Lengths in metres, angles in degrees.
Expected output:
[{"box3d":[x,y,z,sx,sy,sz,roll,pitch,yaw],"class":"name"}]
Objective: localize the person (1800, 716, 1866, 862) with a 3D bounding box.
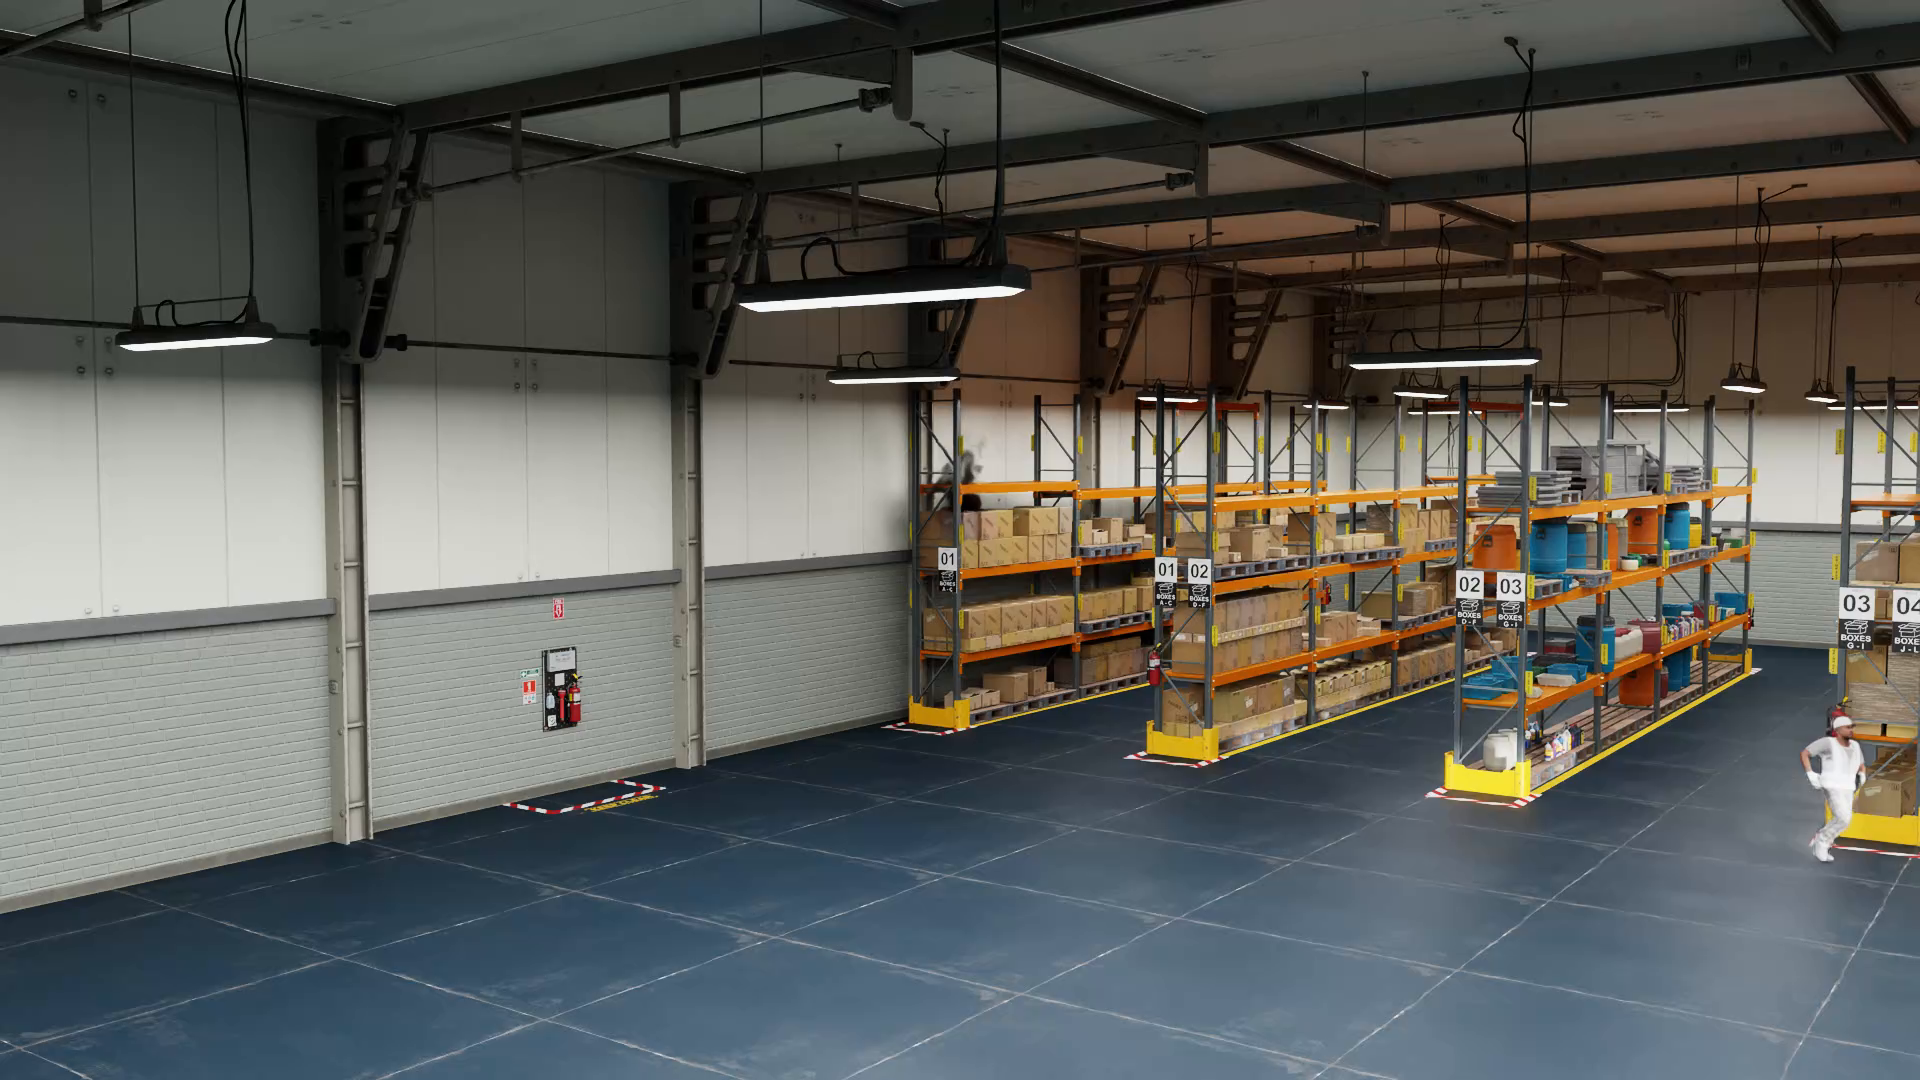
[{"box3d":[10.568,2.991,19.969,0.714,1.731,0.594,-1,4,-22],"class":"person"}]
